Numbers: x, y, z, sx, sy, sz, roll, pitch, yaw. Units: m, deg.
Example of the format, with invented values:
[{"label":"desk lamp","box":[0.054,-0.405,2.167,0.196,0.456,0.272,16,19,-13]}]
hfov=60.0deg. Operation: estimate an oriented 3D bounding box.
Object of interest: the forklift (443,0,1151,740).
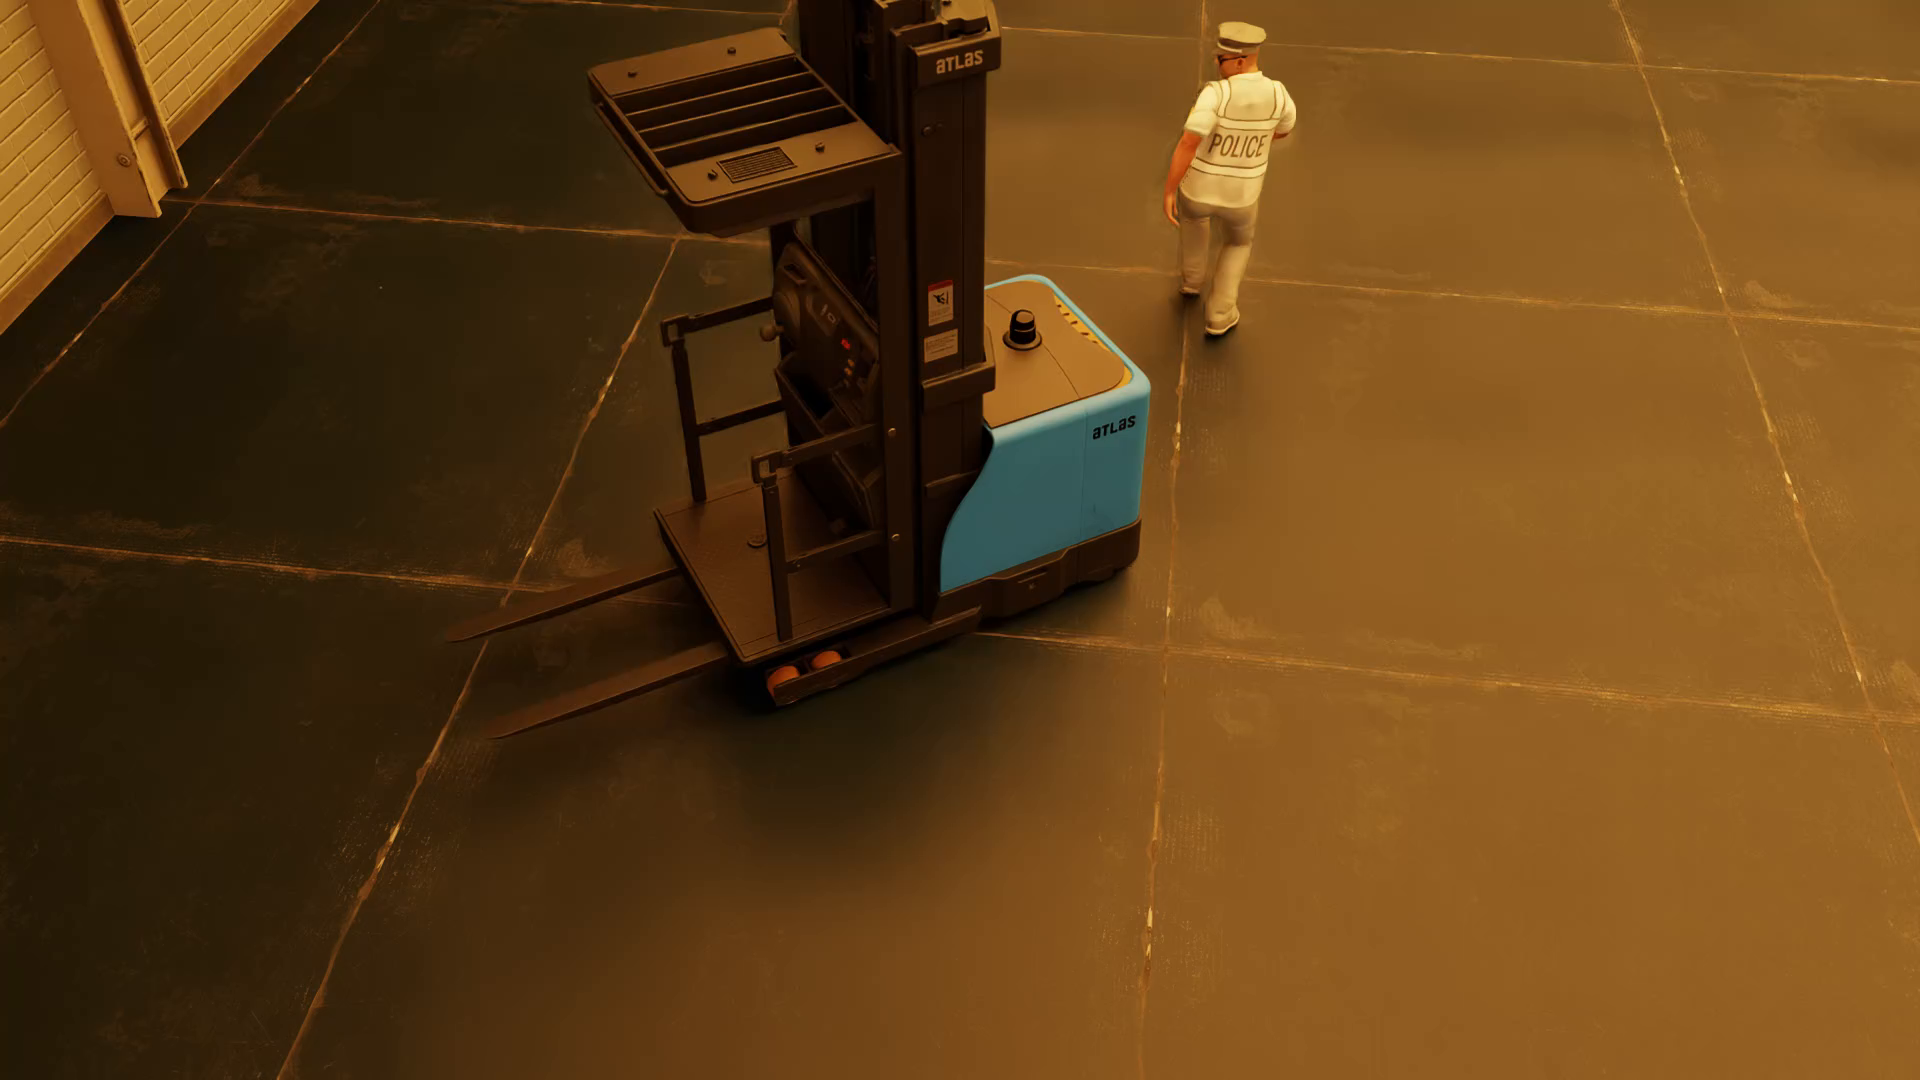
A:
[{"label":"forklift","box":[-0.720,-0.787,6.581,3.031,2.935,1.130,-19,46,-20]}]

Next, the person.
[{"label":"person","box":[1.384,-1.832,8.695,0.631,1.760,0.798,5,43,5]}]
